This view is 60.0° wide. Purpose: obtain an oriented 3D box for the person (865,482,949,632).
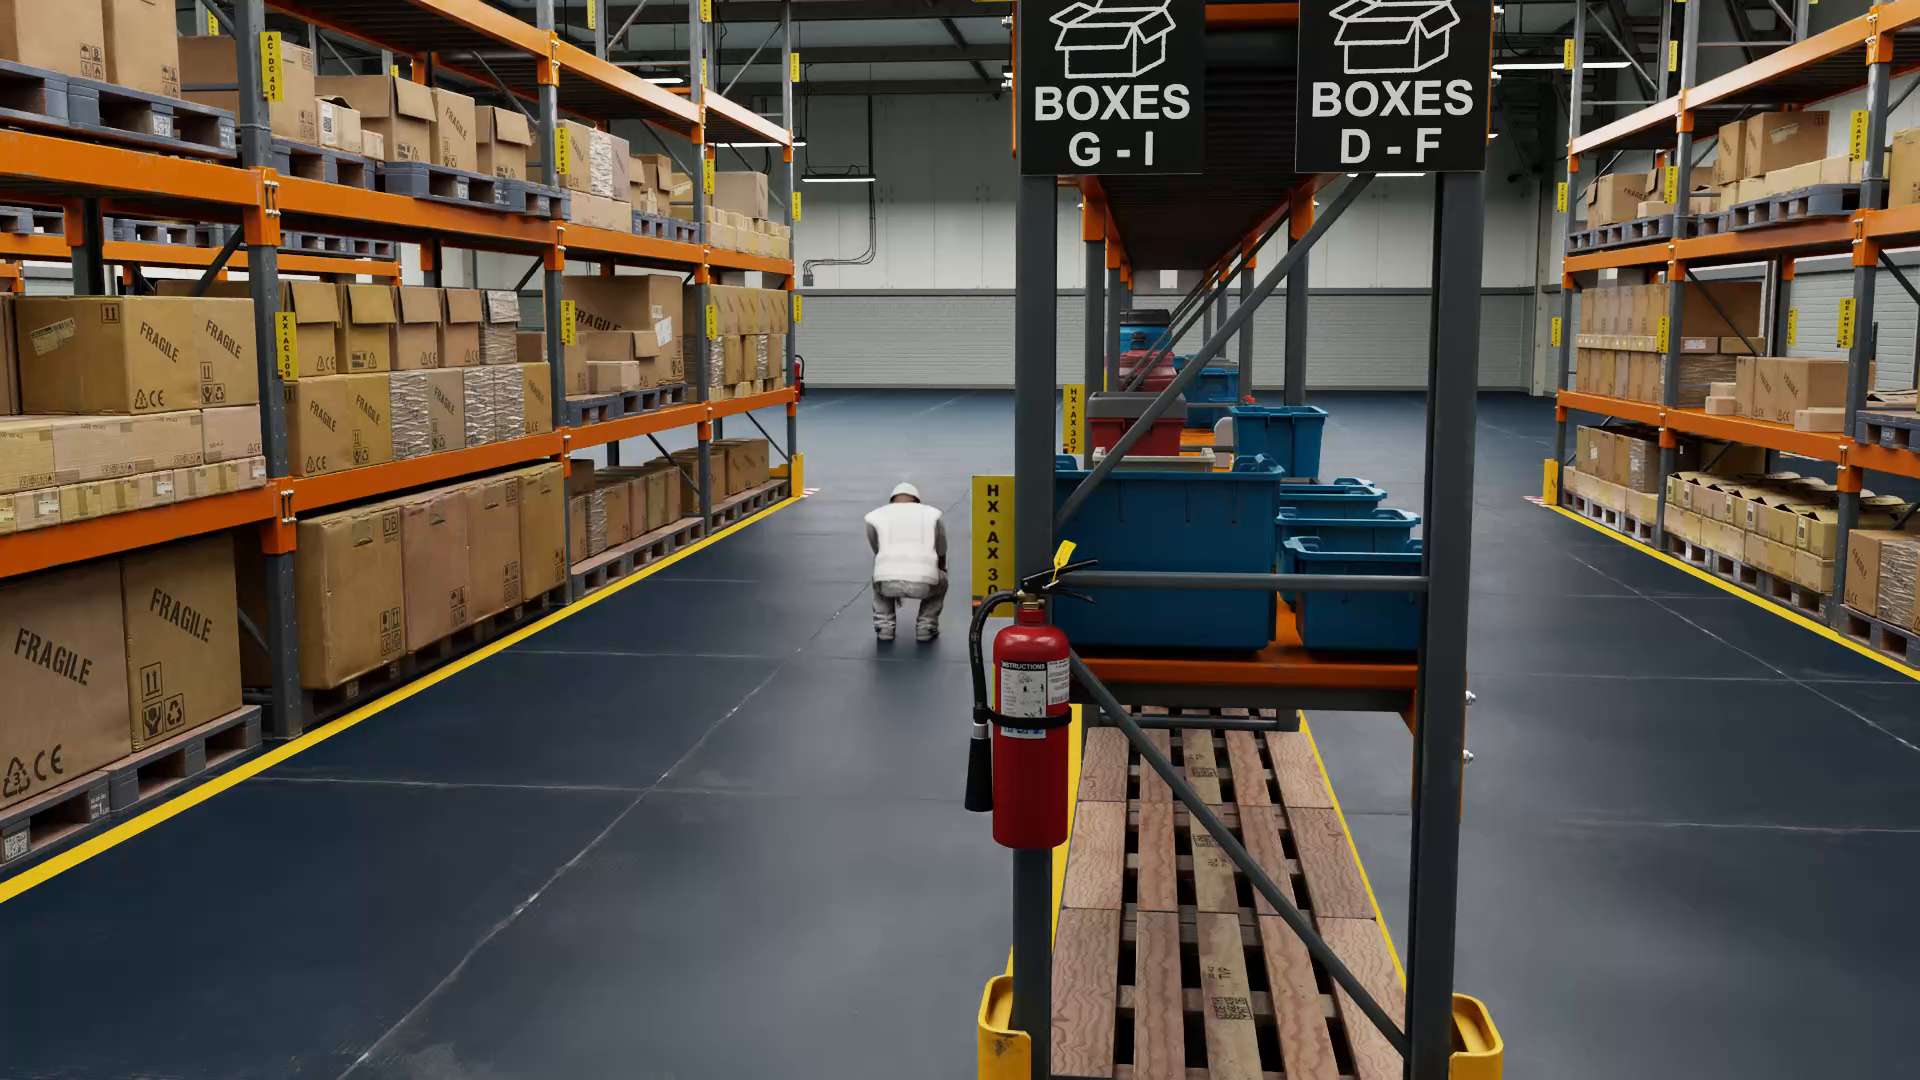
[{"bbox_3d":[-0.361,0.122,11.178,0.565,0.968,0.903,1,8,5],"label":"person"}]
